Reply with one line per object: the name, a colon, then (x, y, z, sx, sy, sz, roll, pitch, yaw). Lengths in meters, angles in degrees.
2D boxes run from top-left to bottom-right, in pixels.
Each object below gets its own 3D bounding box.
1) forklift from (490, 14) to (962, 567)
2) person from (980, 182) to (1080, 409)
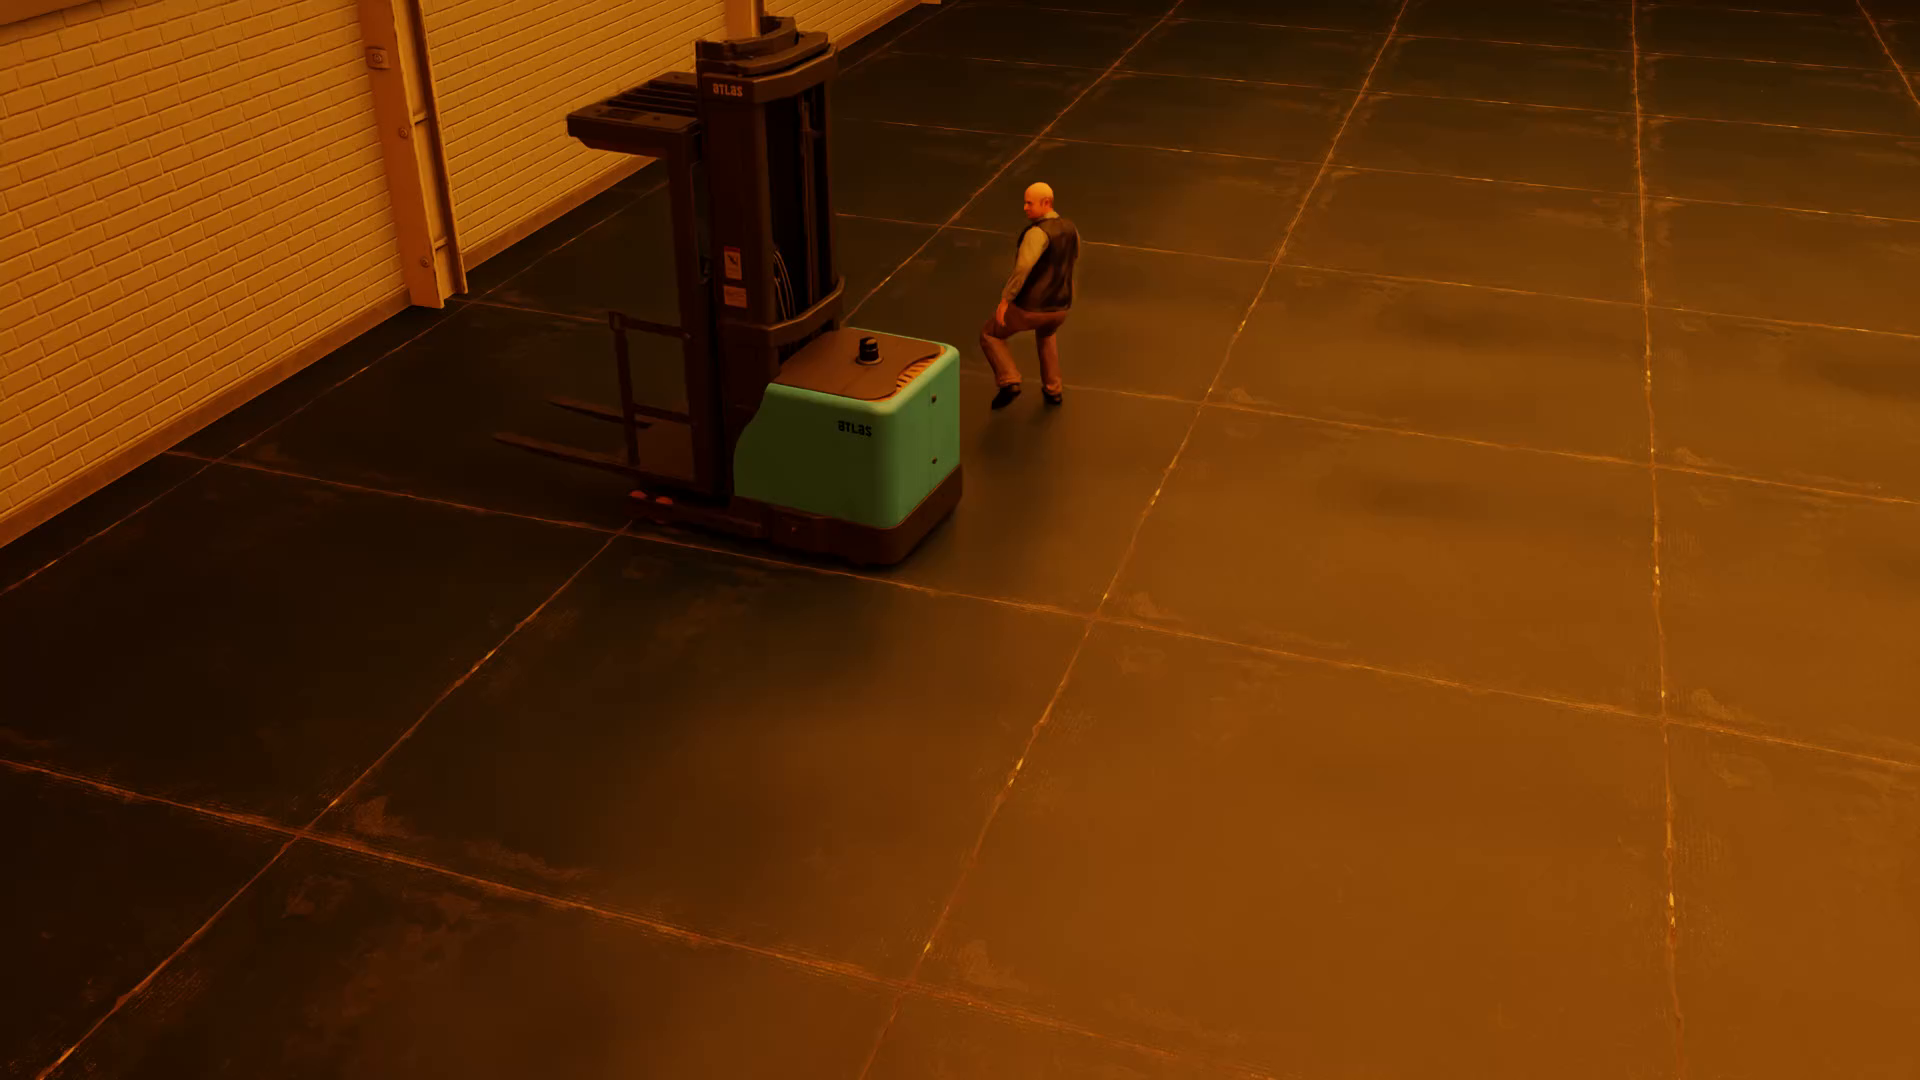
forklift: (-1.549, -1.595, 9.934, 3.031, 2.935, 1.130, 13, 32, 21)
person: (0.501, -1.650, 11.399, 0.853, 1.614, 0.551, -19, 35, -30)
